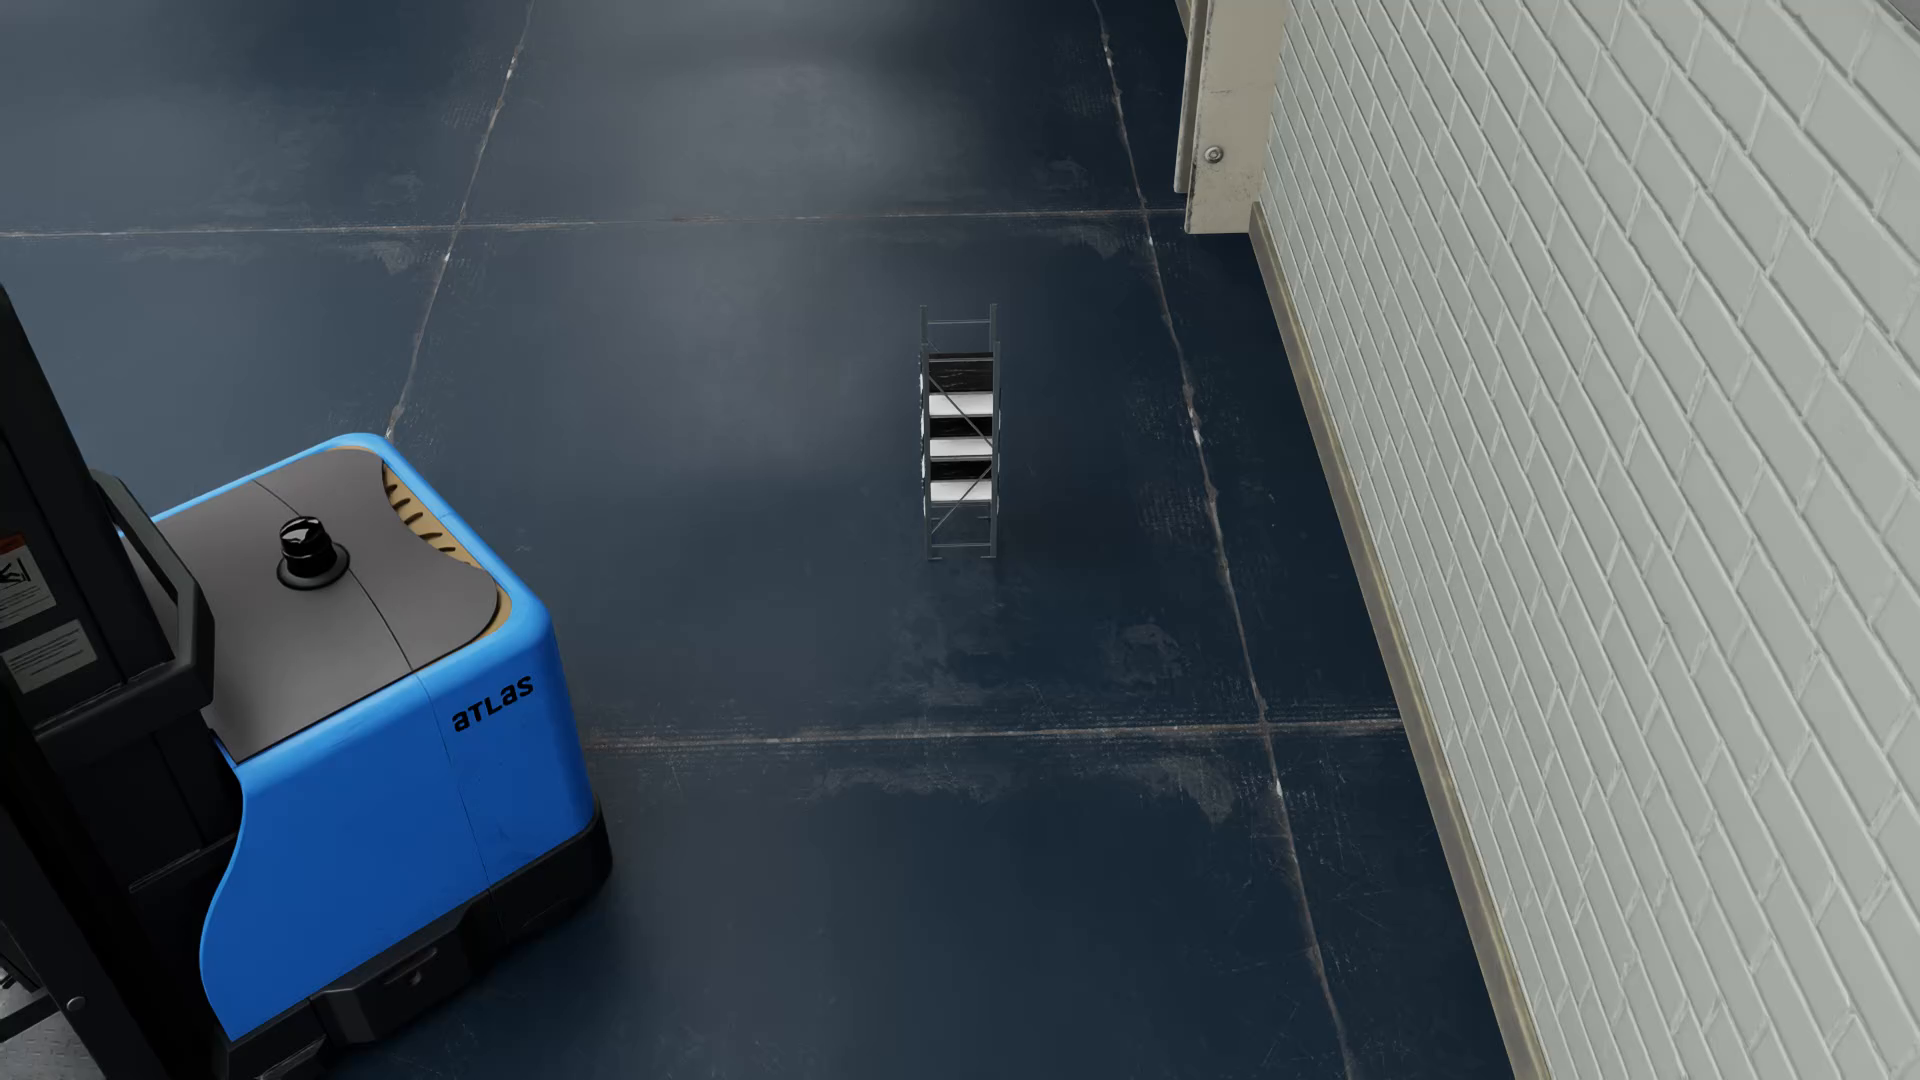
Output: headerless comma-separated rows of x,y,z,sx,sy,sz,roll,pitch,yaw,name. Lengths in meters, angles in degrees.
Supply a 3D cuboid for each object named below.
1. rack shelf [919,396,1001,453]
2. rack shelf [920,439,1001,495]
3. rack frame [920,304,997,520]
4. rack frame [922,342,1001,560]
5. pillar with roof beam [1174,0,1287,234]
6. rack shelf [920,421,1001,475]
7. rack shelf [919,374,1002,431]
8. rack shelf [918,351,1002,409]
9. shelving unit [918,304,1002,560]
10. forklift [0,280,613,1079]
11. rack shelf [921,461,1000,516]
0.000,-0.379,5.414,0.258,0.077,0.200,-2,43,-2,rack shelf
0.000,-0.246,5.535,0.258,0.077,0.200,-2,43,-2,rack shelf
-0.005,-0.406,5.527,0.240,0.900,0.006,-2,43,-2,rack frame
0.004,-0.269,5.377,0.240,0.900,0.006,-2,43,-2,rack frame
-3.177,-4.658,4.172,9.100,9.000,0.400,-2,43,-2,pillar with roof beam
0.000,-0.313,5.474,0.258,0.077,0.200,-2,43,-2,rack shelf
0.000,-0.445,5.353,0.258,0.077,0.200,-2,43,-2,rack shelf
0.000,-0.512,5.292,0.258,0.077,0.200,-2,43,-2,rack shelf
0.000,-0.337,5.452,0.258,0.900,0.210,-2,43,-2,shelving unit
-2.419,0.289,3.266,3.031,2.935,1.130,-30,50,-29,forklift
0.000,-0.180,5.596,0.258,0.077,0.200,-2,43,-2,rack shelf
